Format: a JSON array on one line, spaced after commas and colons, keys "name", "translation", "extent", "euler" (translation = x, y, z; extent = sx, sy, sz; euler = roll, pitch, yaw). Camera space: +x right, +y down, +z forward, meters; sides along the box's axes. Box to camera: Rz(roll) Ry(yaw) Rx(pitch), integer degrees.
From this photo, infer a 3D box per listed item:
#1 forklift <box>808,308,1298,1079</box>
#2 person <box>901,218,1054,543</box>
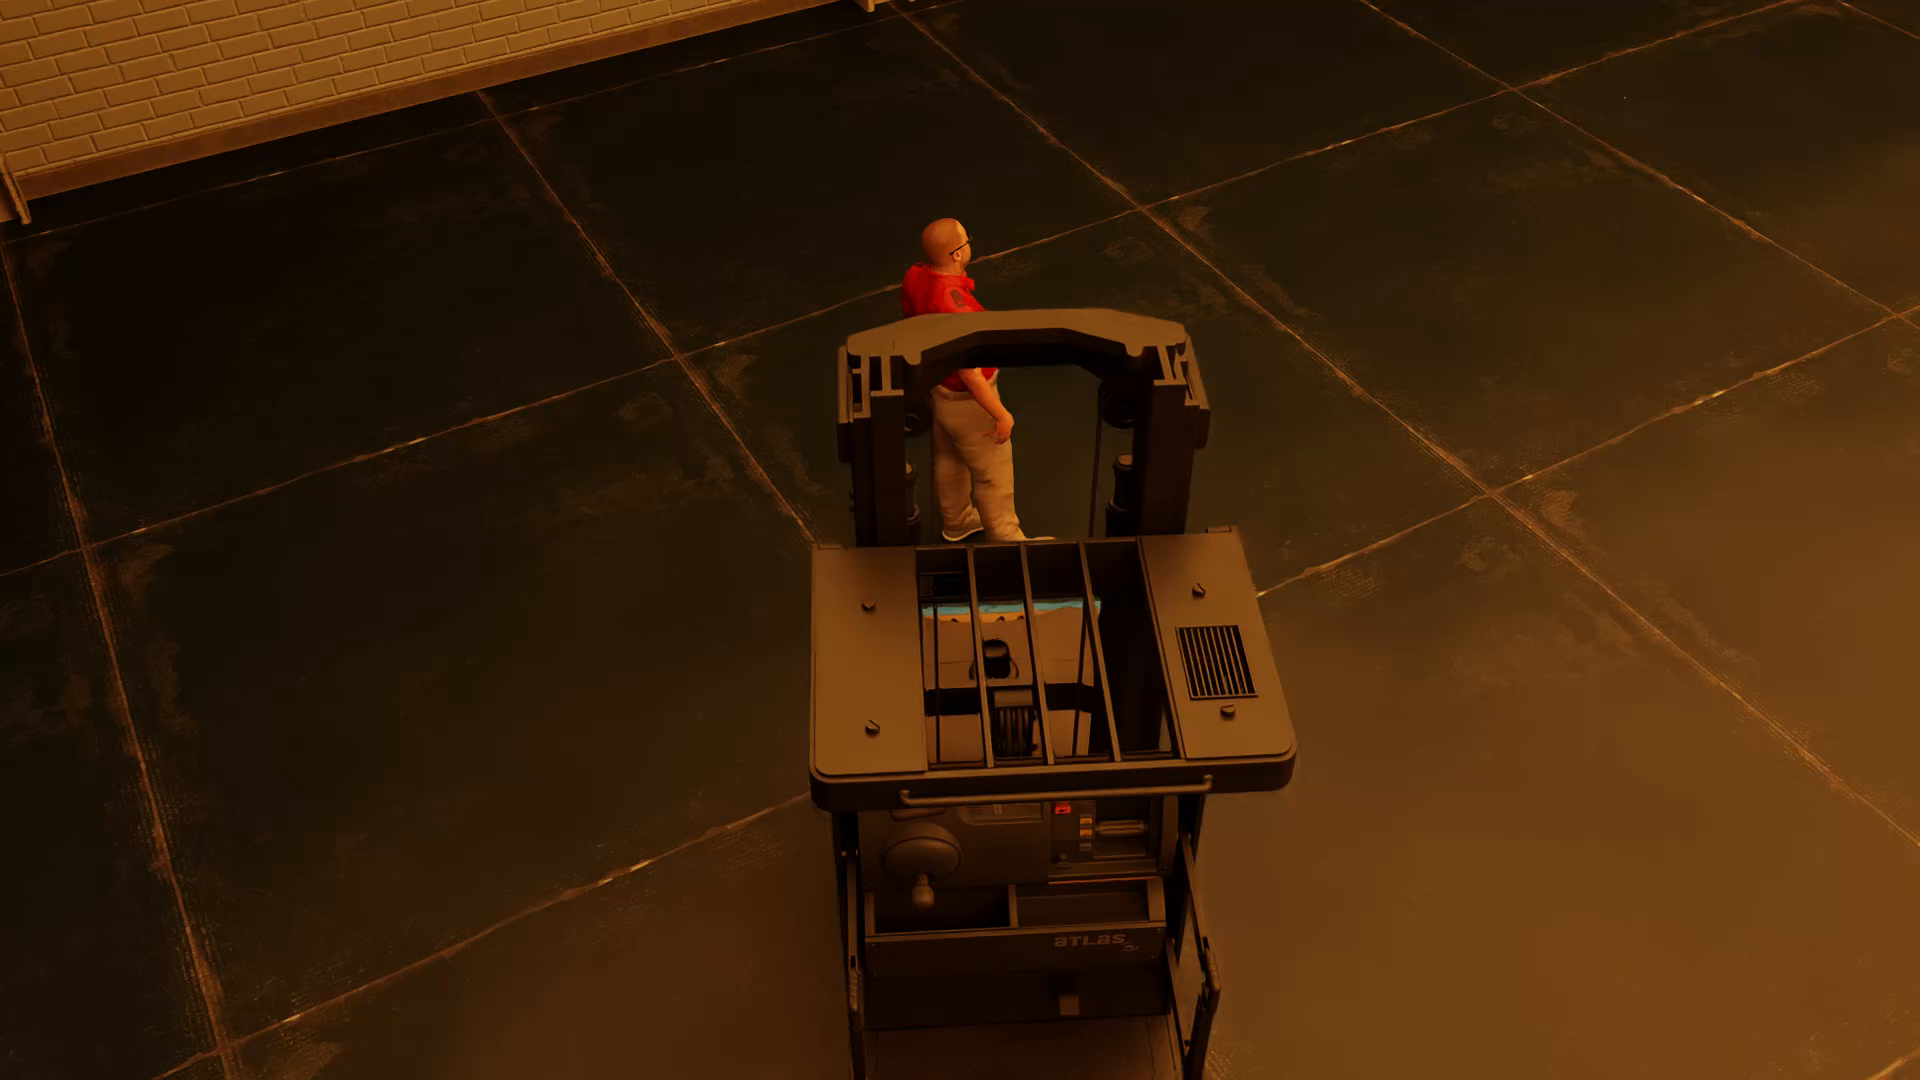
[{"name": "forklift", "translation": [0.184, 0.946, 4.677], "extent": [1.130, 2.935, 3.031], "euler": [-2, 43, -3]}, {"name": "person", "translation": [0.084, -0.663, 7.285], "extent": [0.550, 1.727, 0.641], "euler": [-21, 47, -21]}]
